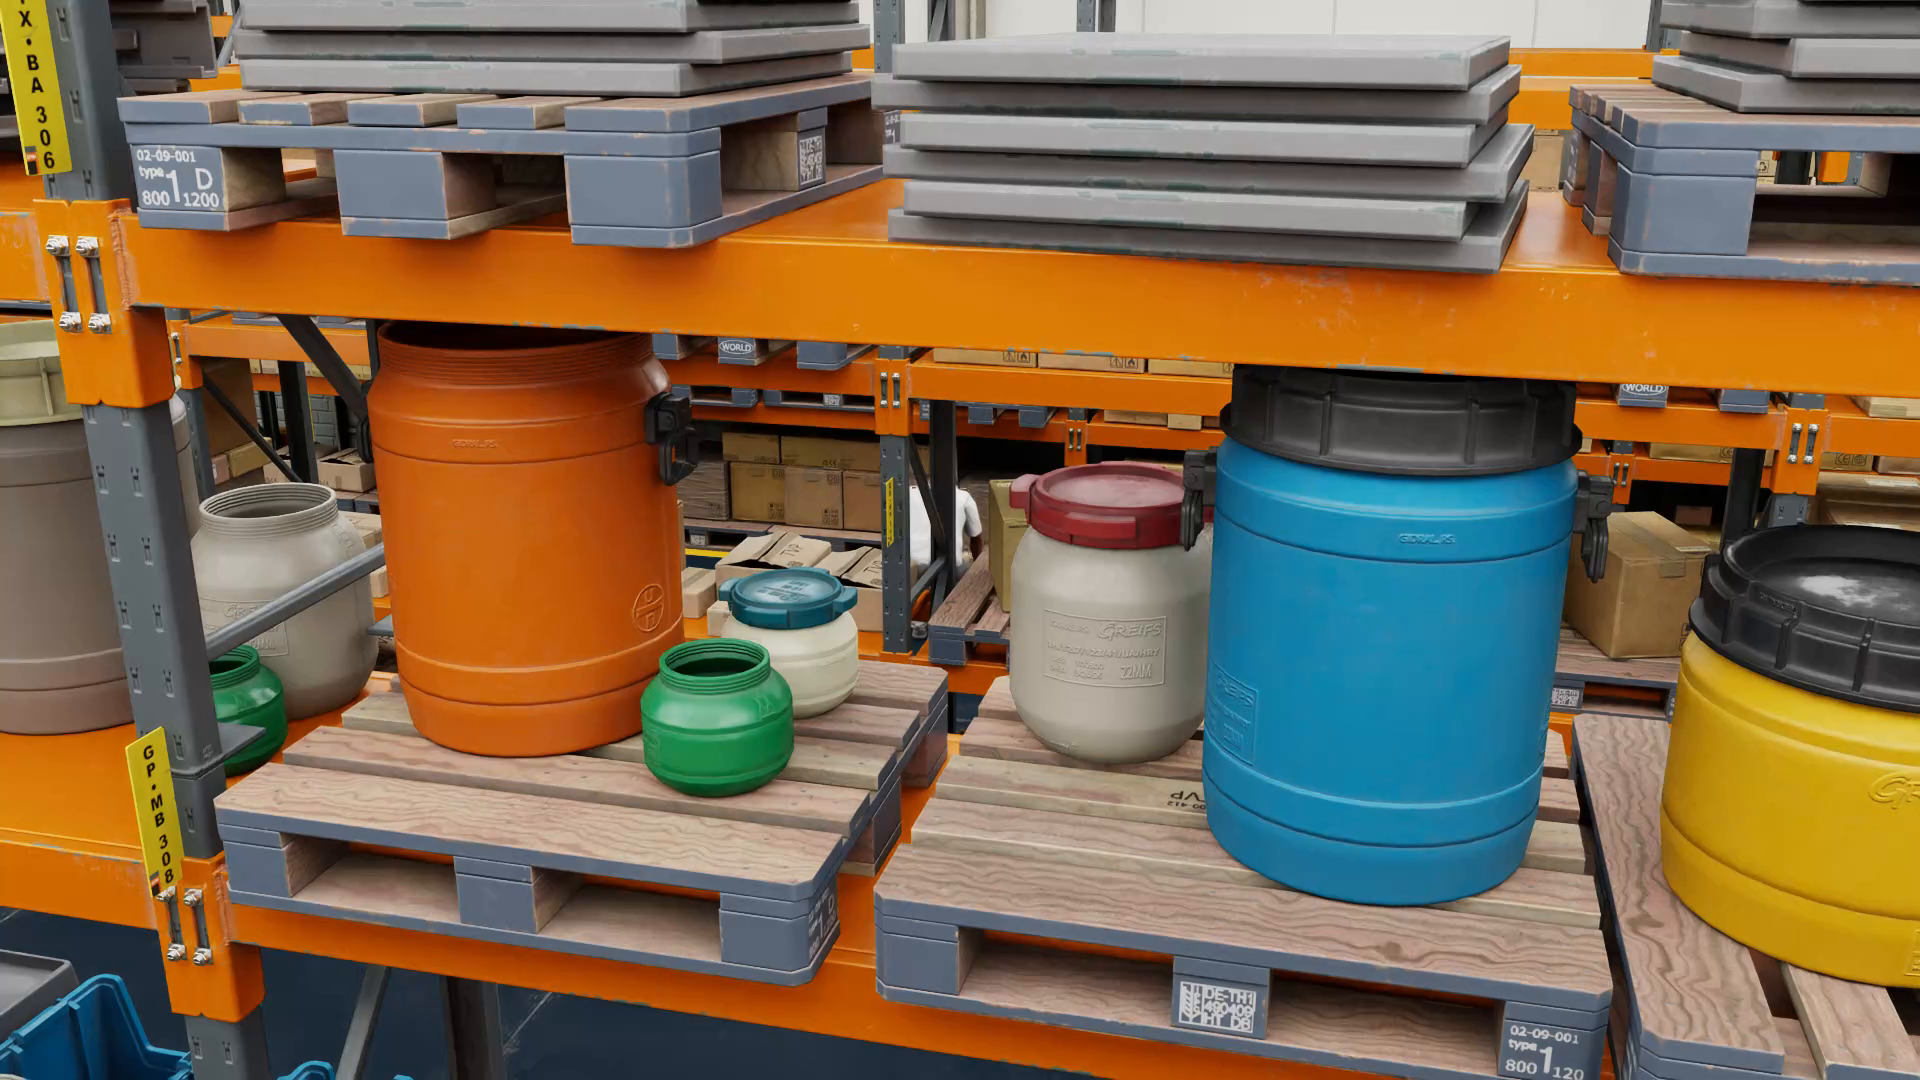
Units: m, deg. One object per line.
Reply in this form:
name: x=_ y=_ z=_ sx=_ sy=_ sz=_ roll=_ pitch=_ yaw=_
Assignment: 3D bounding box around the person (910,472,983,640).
person: x=-0.179 y=0.093 z=12.139 sx=0.620 sy=1.207 sz=0.839 roll=4 pitch=19 yaw=13
